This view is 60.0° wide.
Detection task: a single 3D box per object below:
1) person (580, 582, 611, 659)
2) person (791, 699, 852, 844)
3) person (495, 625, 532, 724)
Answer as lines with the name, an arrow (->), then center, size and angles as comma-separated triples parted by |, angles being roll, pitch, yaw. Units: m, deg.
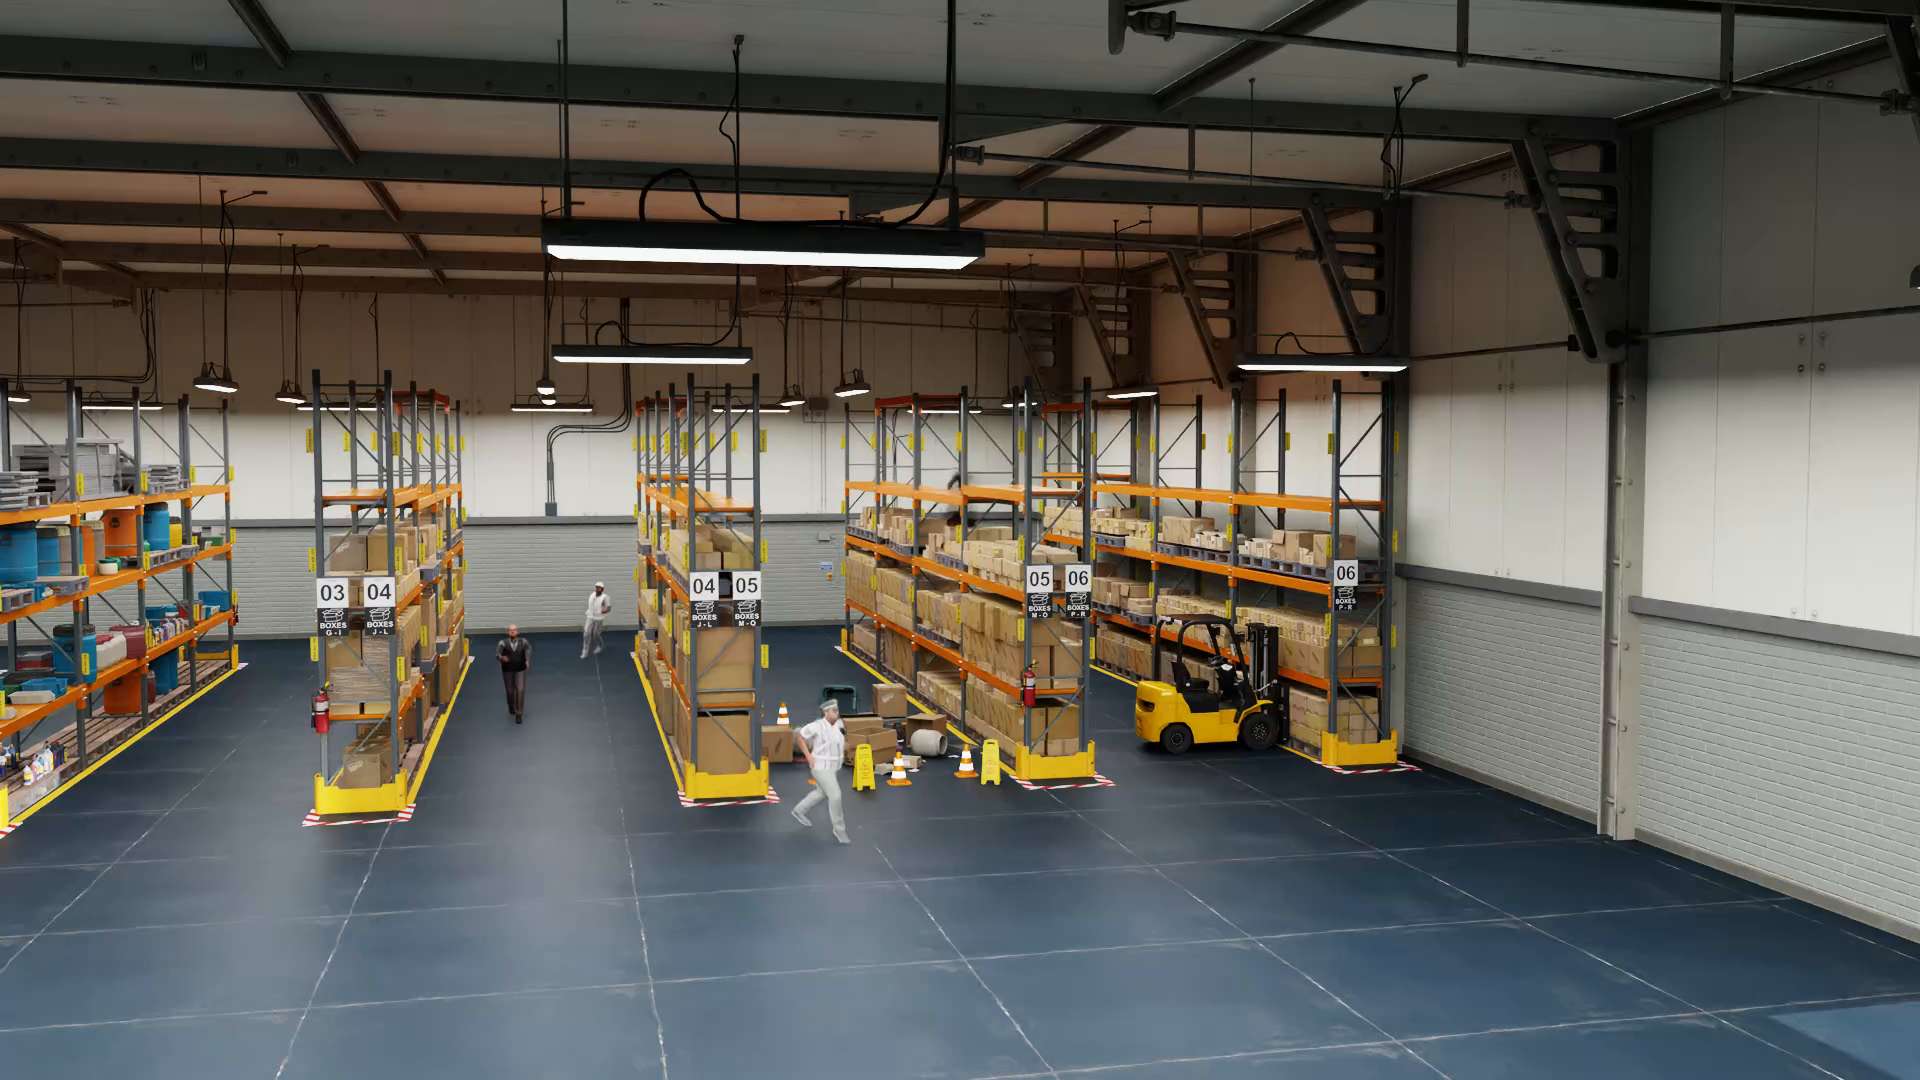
person -> -8.512, 1.863, 38.901 | 0.723, 1.764, 0.917 | 1, 3, 17
person -> -1.744, 2.922, 21.153 | 1.009, 1.854, 0.599 | 2, 4, 28
person -> -8.058, 2.397, 30.032 | 0.658, 1.737, 0.955 | -1, 3, -16
